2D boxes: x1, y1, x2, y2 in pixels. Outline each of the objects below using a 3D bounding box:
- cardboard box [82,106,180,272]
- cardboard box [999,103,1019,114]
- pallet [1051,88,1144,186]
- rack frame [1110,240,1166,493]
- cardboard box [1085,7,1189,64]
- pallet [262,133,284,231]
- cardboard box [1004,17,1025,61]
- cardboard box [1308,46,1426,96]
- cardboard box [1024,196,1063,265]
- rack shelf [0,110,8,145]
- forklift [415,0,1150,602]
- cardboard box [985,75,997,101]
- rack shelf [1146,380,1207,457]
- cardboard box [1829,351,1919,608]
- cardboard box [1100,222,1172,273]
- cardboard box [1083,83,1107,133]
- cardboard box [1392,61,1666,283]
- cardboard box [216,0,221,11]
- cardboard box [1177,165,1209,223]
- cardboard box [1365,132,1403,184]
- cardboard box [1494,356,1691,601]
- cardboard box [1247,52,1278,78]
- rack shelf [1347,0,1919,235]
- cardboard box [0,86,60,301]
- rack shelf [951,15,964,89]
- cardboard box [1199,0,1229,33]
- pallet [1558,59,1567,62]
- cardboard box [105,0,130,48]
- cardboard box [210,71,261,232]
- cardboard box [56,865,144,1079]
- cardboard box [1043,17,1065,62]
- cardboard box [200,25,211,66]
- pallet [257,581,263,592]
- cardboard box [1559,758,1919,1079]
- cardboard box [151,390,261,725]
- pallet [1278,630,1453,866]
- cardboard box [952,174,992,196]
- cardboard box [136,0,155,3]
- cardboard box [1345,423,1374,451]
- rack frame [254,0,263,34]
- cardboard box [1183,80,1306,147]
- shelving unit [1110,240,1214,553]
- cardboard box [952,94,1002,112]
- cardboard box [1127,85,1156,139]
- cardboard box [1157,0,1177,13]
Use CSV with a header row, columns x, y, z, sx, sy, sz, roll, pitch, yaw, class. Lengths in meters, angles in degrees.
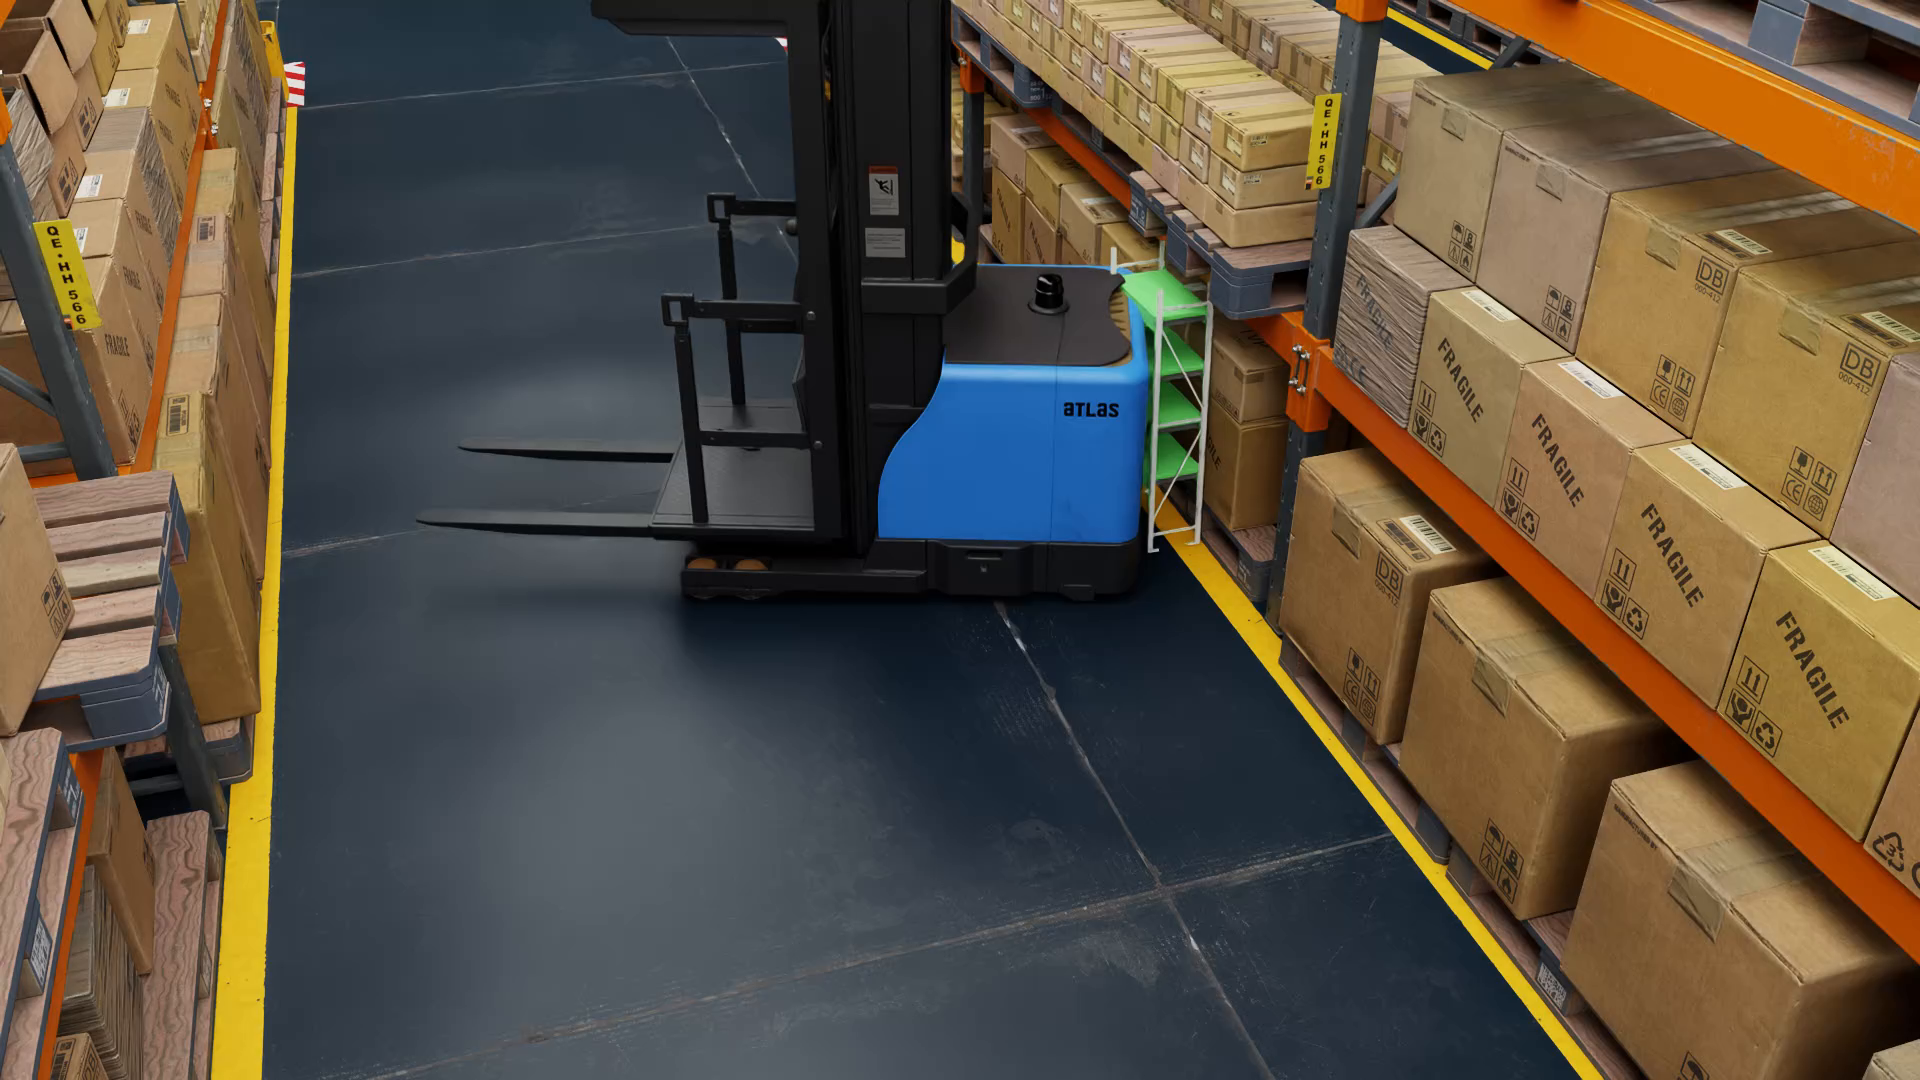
x,y,z,sx,sy,sz,roll,pitch,yaw,class
-3.382,-1.340,6.467,0.500,0.500,0.500,-10,35,-15,cardboard box
0.434,-2.671,10.506,0.380,0.149,0.250,-10,35,-15,cardboard box
1.089,-1.929,7.623,1.003,0.211,1.213,-10,35,-15,pallet
0.758,-0.719,7.246,0.240,1.200,0.015,-10,32,-14,rack frame
0.753,-2.155,7.098,0.380,0.149,0.250,-8,34,-12,cardboard box
-4.776,-2.187,10.368,1.003,0.211,1.213,-10,35,-15,pallet
0.432,-2.455,8.091,0.380,0.149,0.250,-10,35,-14,cardboard box
1.620,-1.841,6.623,0.380,0.149,0.250,-10,35,-15,cardboard box
0.647,-1.499,8.685,0.500,0.500,0.500,-8,34,-13,cardboard box
-2.413,-0.097,2.608,1.077,0.370,4.000,-10,35,-15,rack shelf
-0.759,-1.266,6.507,3.031,2.935,1.130,1,33,2,forklift
0.351,-2.939,10.642,0.380,0.149,0.250,-11,35,-16,cardboard box
0.833,-0.546,7.078,0.258,0.148,0.480,-10,32,-14,rack shelf
2.482,-0.131,3.729,0.700,0.500,0.500,-10,35,-14,cardboard box
0.969,-1.270,7.657,0.500,0.250,0.500,-9,35,-14,cardboard box
0.757,-1.903,7.257,0.380,0.149,0.250,-9,35,-13,cardboard box
1.859,-1.199,5.345,0.700,0.500,0.500,-10,35,-15,cardboard box
-4.412,-3.083,9.423,0.380,0.149,0.250,-10,35,-14,cardboard box
1.069,-1.360,6.434,0.380,0.149,0.250,-10,35,-15,cardboard box
1.775,-1.459,6.314,0.380,0.149,0.250,-8,34,-13,cardboard box
1.922,-0.206,4.751,0.500,0.500,0.500,-10,35,-15,cardboard box
1.454,-2.004,7.139,0.380,0.149,0.250,-10,35,-15,cardboard box
2.342,-0.878,3.790,1.077,0.370,4.000,-10,35,-15,rack shelf
-3.231,-1.043,5.107,0.797,0.503,0.637,-9,34,-13,cardboard box
-0.099,-3.827,10.973,1.077,0.370,4.000,-10,35,-15,rack shelf
1.300,-2.392,7.457,0.380,0.149,0.250,-10,35,-15,cardboard box
5.037,-3.212,11.919,1.003,0.211,1.213,-10,35,-15,pallet
-4.040,-2.422,7.194,0.797,0.503,0.637,-11,35,-16,cardboard box
-4.368,-1.945,9.019,0.875,0.875,0.875,-10,35,-15,cardboard box
-2.618,1.301,4.429,0.700,0.500,0.500,-13,36,-19,cardboard box
0.598,-2.299,7.586,0.380,0.149,0.250,-11,35,-16,cardboard box
-4.097,-2.540,8.602,0.380,0.149,0.250,-11,35,-16,cardboard box
-3.560,-0.099,7.208,1.003,0.211,1.213,-10,35,-15,pallet
2.386,1.069,4.572,1.050,0.750,0.750,-10,35,-15,cardboard box
-3.214,0.149,5.849,1.225,0.875,0.875,-12,35,-17,cardboard box
1.900,0.613,6.131,1.003,0.211,1.213,-10,35,-15,pallet
0.067,-2.212,10.081,0.380,0.149,0.250,-10,35,-14,cardboard box
-4.146,-2.965,8.202,0.500,0.500,0.500,-10,35,-15,cardboard box
1.759,-0.524,7.208,0.500,0.500,0.500,-11,35,-17,cardboard box
-5.463,-4.396,11.182,1.000,3.000,0.127,-10,35,-15,rack frame
1.071,-1.608,6.270,0.380,0.149,0.250,-10,35,-15,cardboard box
0.831,-0.600,7.045,0.258,1.200,0.503,-10,32,-14,shelving unit
0.039,-2.582,10.102,0.380,0.149,0.250,-10,35,-14,cardboard box
0.906,-1.763,6.775,0.380,0.149,0.250,-10,35,-15,cardboard box
1.141,-2.547,7.961,0.380,0.149,0.250,-12,35,-17,cardboard box
